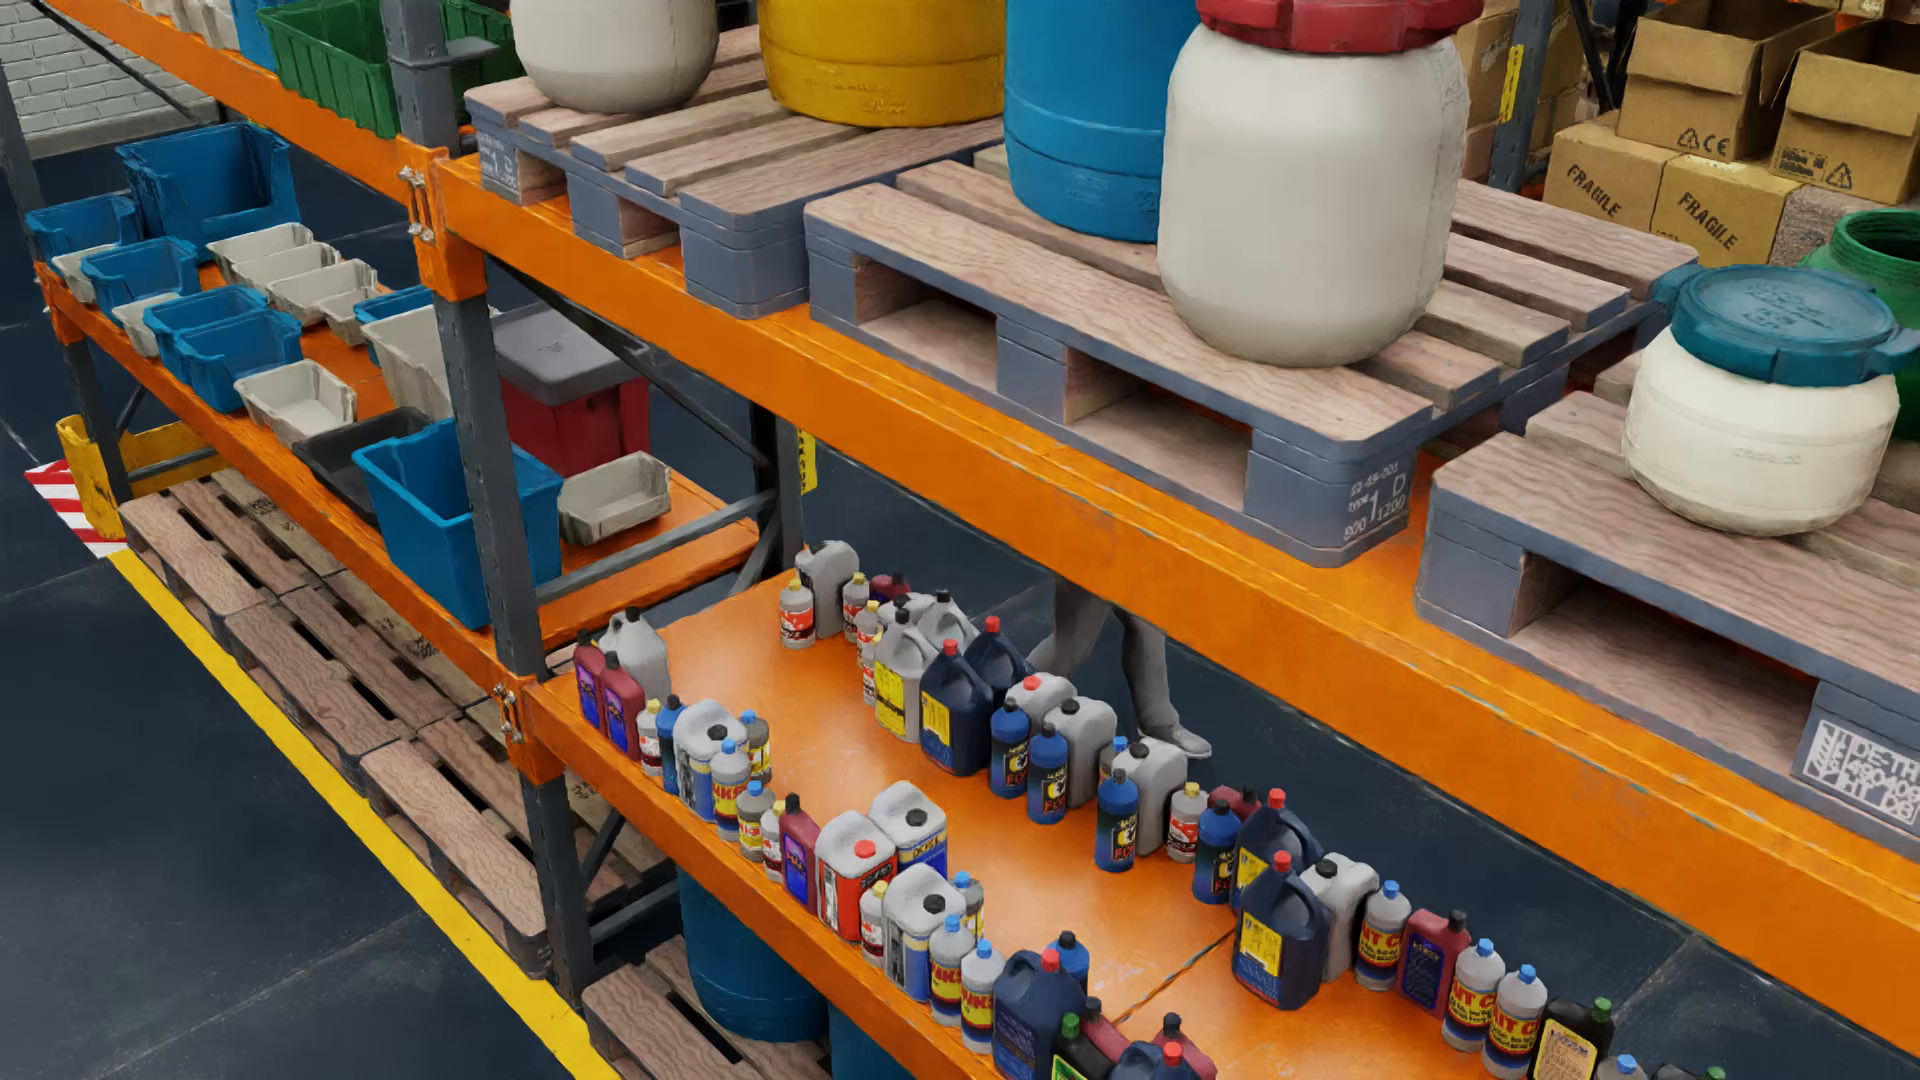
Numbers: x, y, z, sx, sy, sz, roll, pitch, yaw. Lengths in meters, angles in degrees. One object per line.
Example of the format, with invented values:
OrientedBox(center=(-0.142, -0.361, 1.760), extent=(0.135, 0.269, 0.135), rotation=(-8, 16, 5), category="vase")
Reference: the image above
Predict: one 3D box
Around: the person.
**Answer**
OrientedBox(center=(0.570, 0.023, 6.041), extent=(0.842, 1.663, 0.634), rotation=(8, 33, 12), category="person")
